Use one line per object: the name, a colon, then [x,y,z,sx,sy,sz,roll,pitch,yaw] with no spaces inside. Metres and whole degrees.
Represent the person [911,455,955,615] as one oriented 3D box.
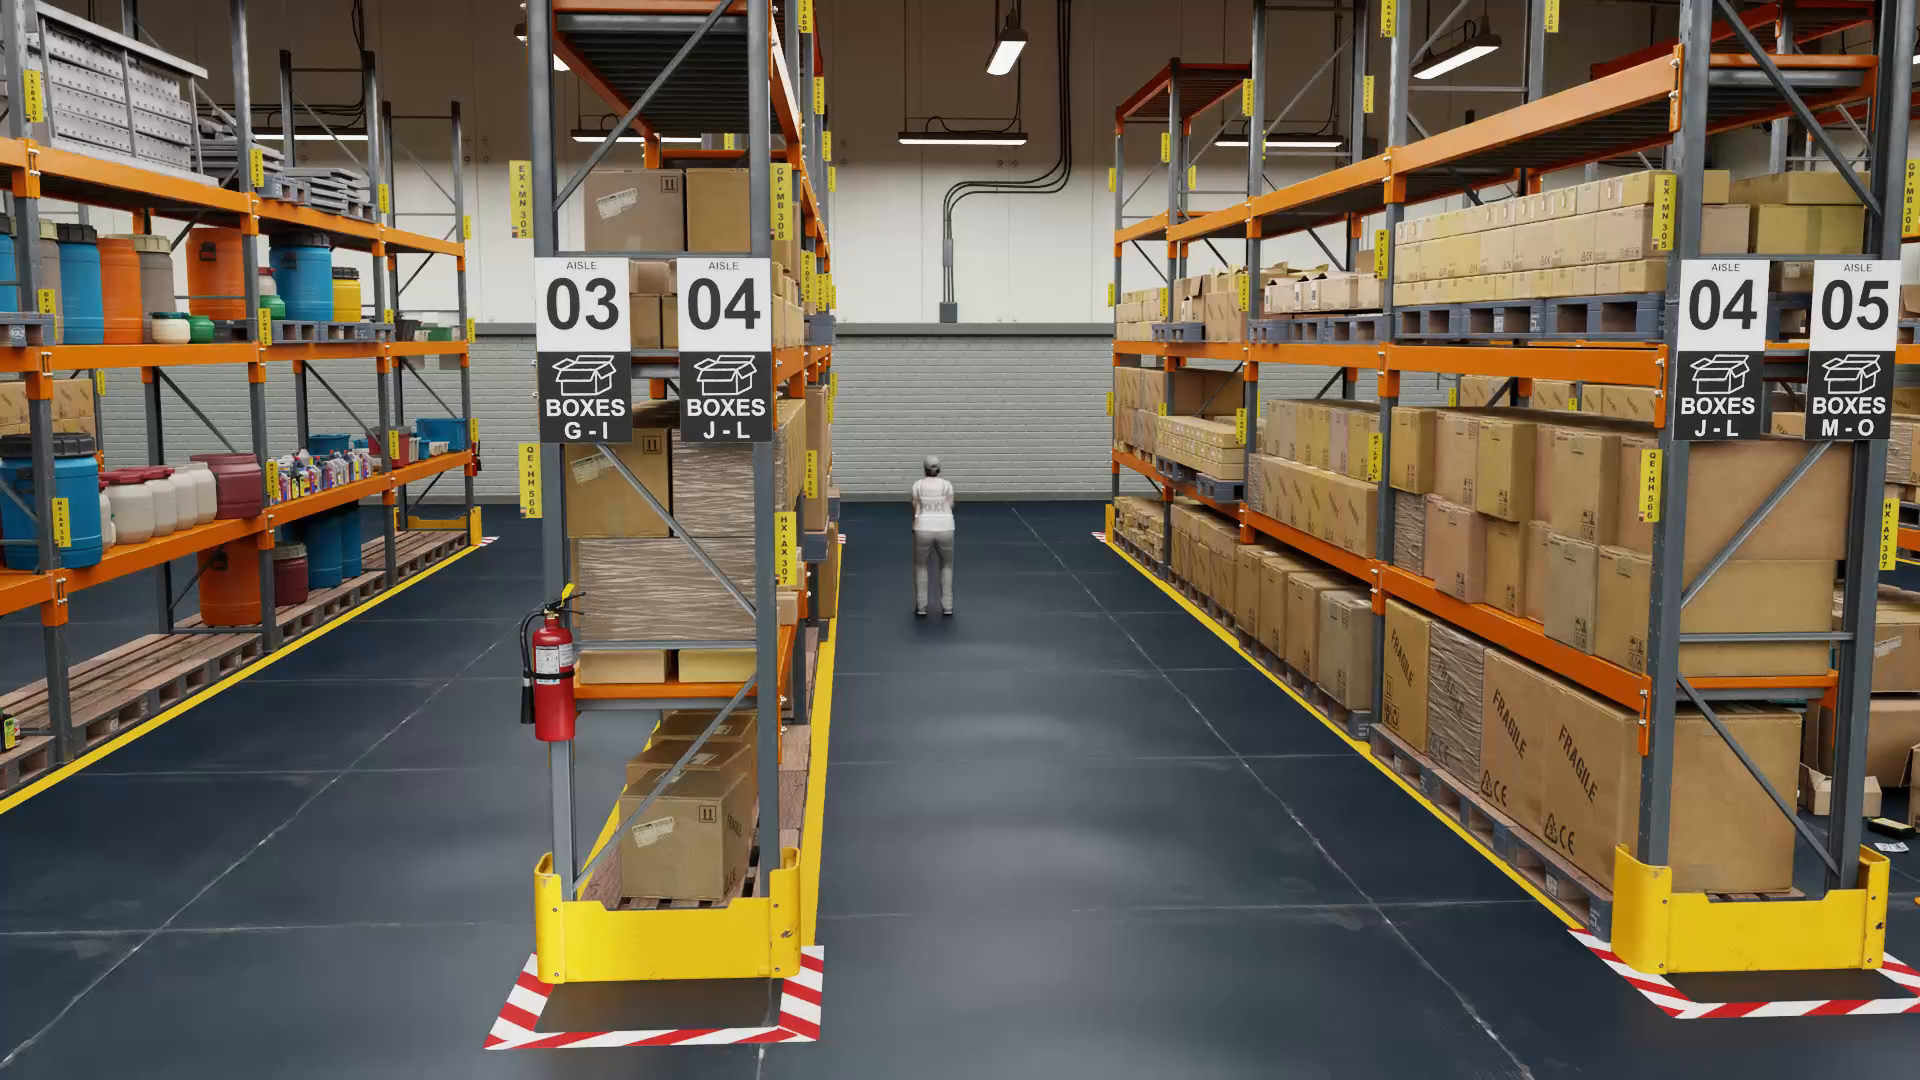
person: [-0.284,-0.059,17.265,0.452,1.662,0.542,0,7,-3]
